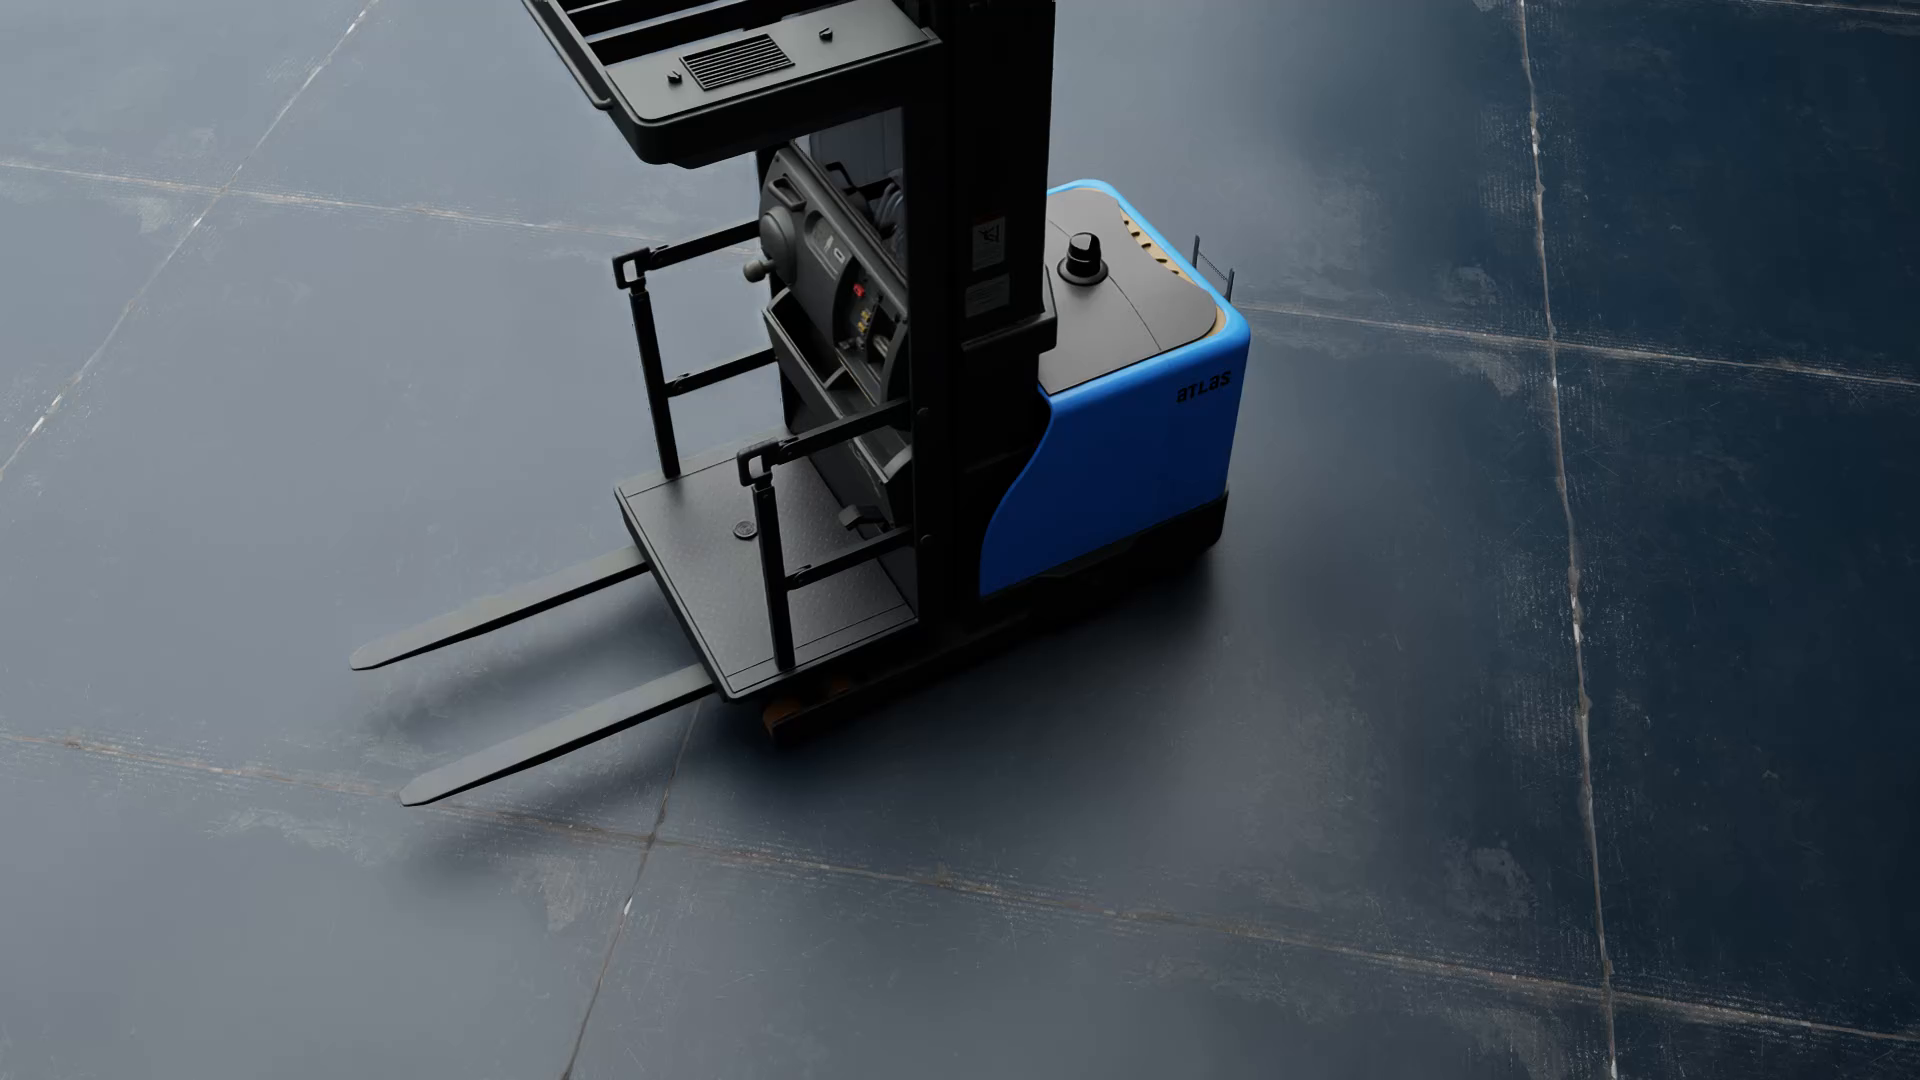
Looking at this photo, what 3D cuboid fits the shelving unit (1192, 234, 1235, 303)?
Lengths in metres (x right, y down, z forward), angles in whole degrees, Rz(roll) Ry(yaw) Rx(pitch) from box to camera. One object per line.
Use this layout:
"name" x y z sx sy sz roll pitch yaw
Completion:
"shelving unit" 0.825 -0.696 6.270 0.210 0.900 0.258 -22 52 -19

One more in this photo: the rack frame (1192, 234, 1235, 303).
"rack frame" 0.915 -0.732 6.302 0.006 0.900 0.240 -22 52 -19

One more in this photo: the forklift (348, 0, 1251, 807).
"forklift" -0.569 -0.751 4.954 3.031 2.935 1.130 -22 52 -19
